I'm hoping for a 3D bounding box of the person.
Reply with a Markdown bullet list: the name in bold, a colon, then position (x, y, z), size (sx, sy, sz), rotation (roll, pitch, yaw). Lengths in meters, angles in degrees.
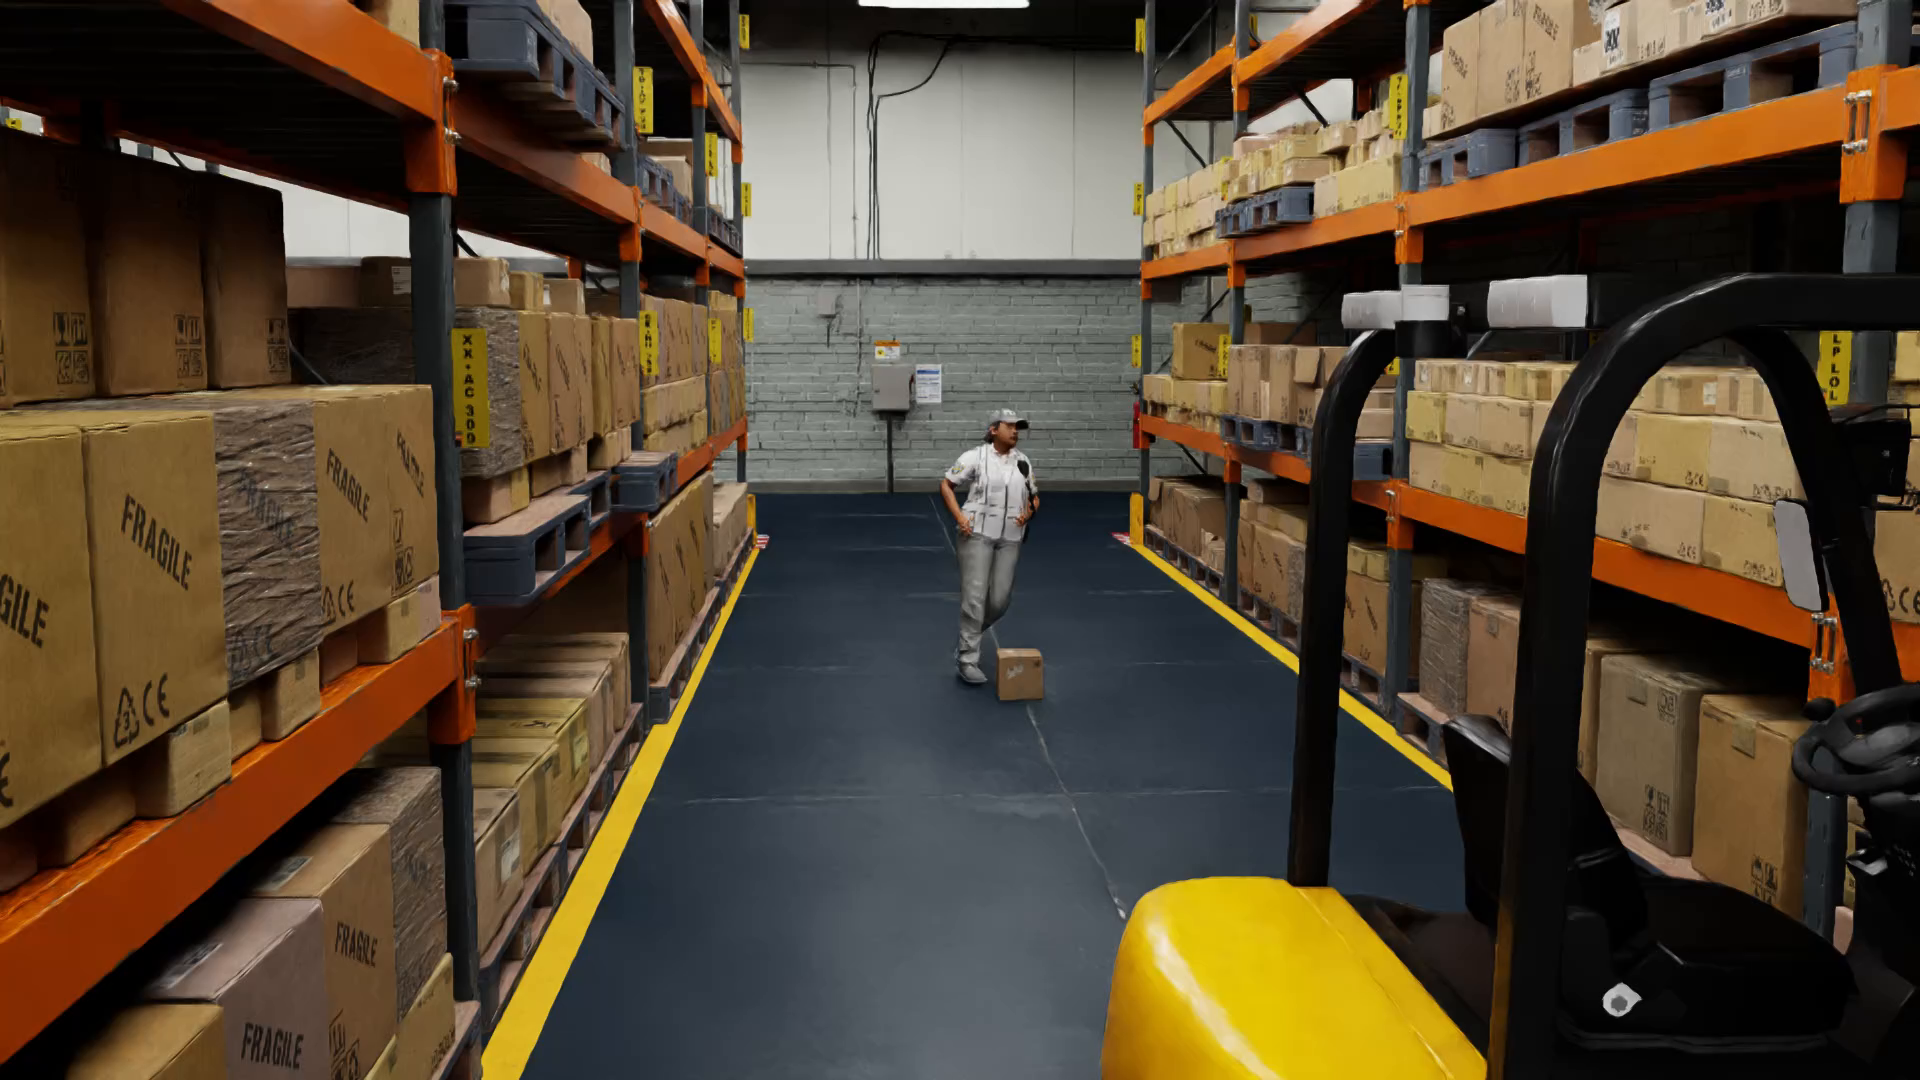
- **person**: position (0.239, 0.010, 10.248), size (0.633, 1.627, 0.675), rotation (-3, 8, -22)
